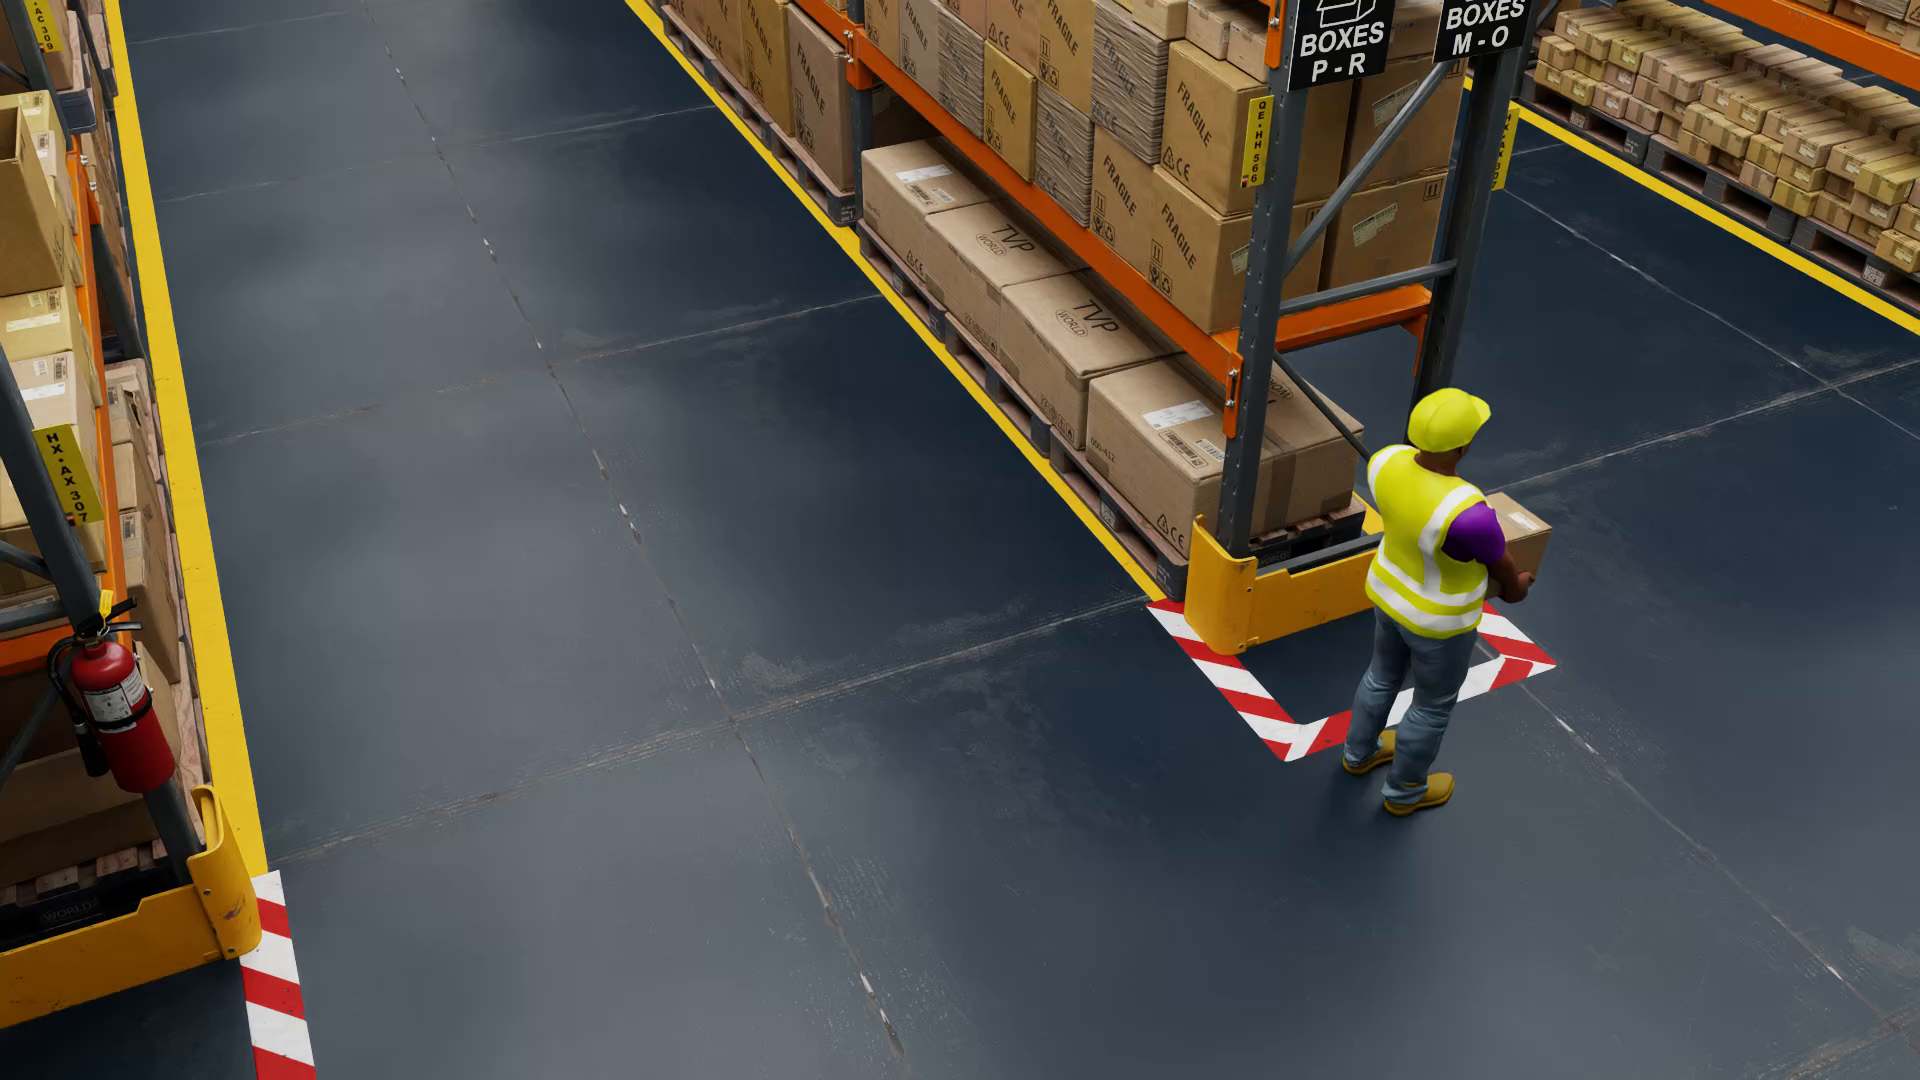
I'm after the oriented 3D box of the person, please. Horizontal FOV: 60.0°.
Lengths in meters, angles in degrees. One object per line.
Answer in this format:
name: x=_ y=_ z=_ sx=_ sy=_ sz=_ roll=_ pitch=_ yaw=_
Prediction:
person: x=1.689 y=0.213 z=5.839 sx=0.529 sy=1.771 sz=0.544 roll=-4 pitch=37 yaw=-6
